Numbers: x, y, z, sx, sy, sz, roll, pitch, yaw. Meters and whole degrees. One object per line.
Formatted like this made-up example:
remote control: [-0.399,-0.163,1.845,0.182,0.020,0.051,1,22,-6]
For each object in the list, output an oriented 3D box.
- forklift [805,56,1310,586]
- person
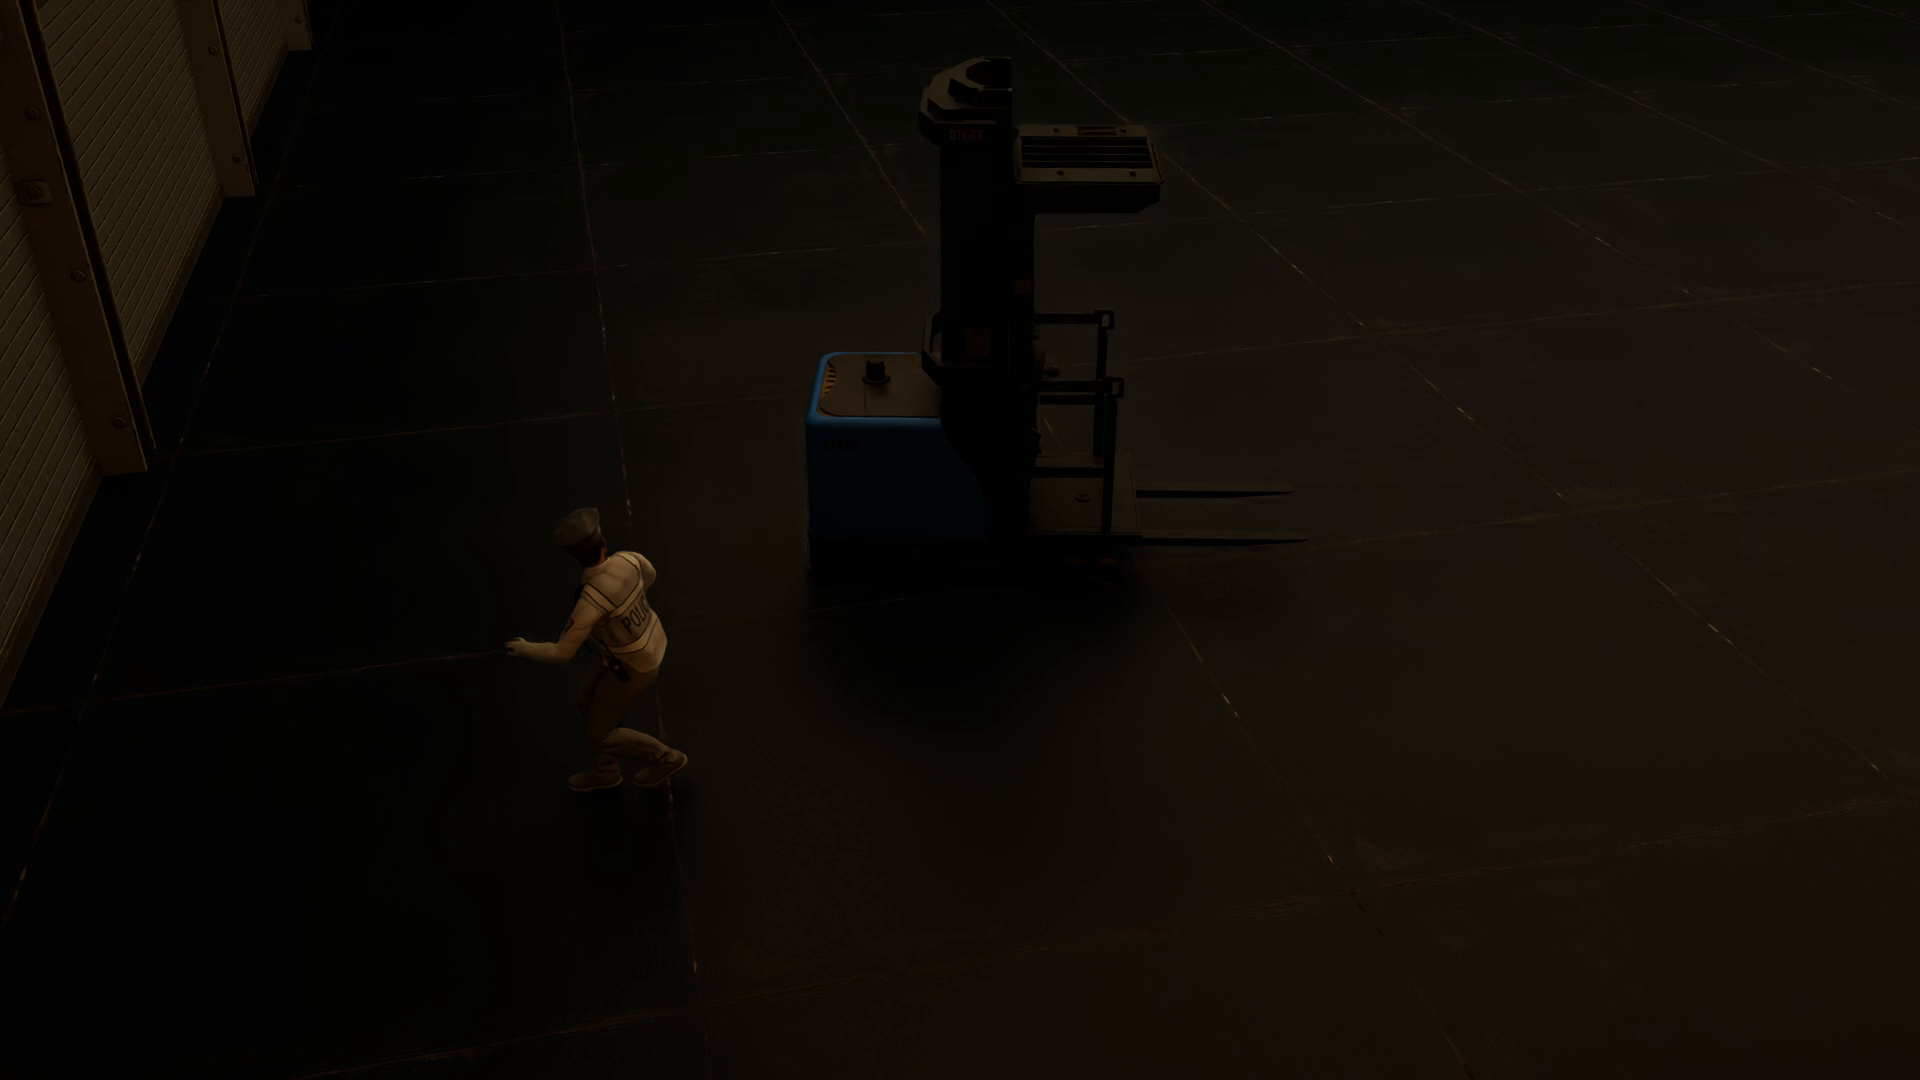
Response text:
forklift: [0.610,-1.263,9.757,3.031,2.935,1.130,1,30,1]
person: [-1.745,0.531,8.039,0.785,1.556,0.807,2,30,3]
